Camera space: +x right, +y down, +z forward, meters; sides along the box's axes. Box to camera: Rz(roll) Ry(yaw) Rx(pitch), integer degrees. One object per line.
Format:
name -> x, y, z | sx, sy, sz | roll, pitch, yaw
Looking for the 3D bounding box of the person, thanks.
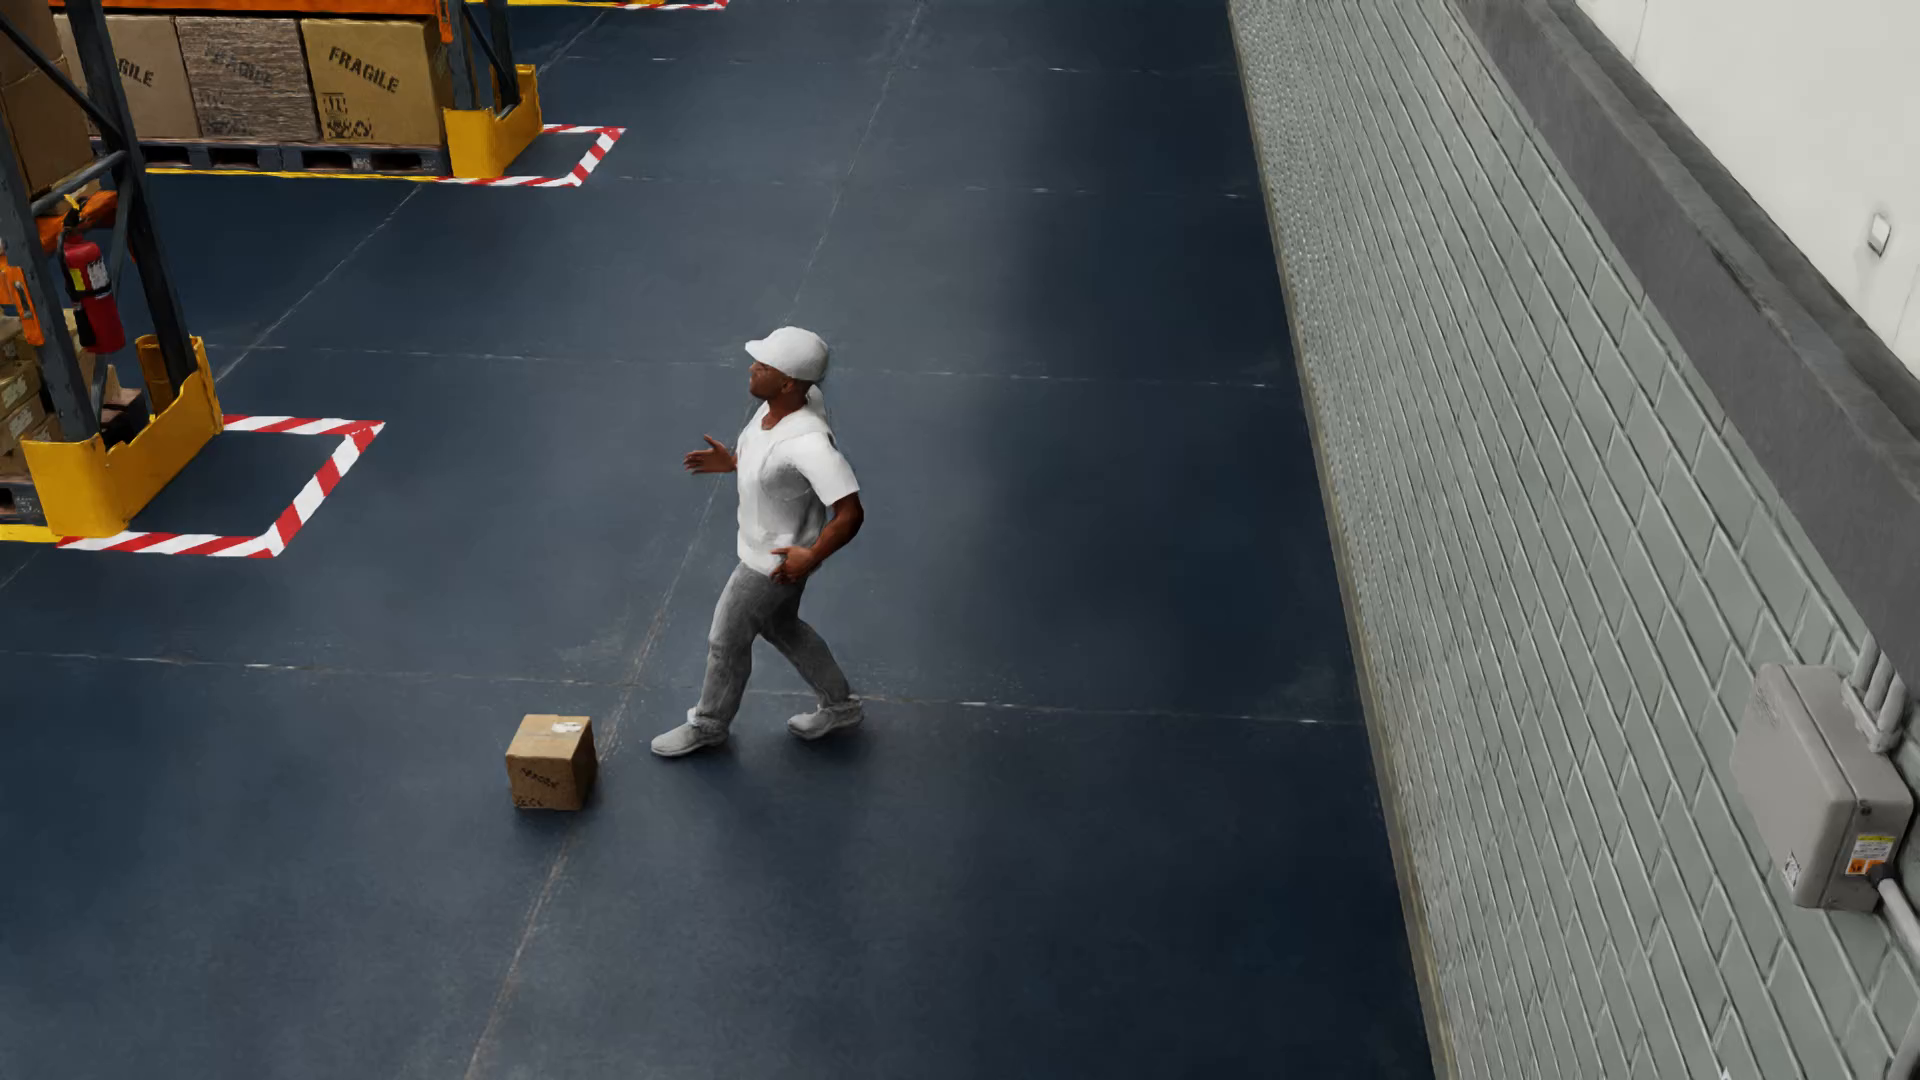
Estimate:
person -> -0.760, 0.018, 6.088 | 0.868, 1.738, 0.638 | 2, 32, 3
